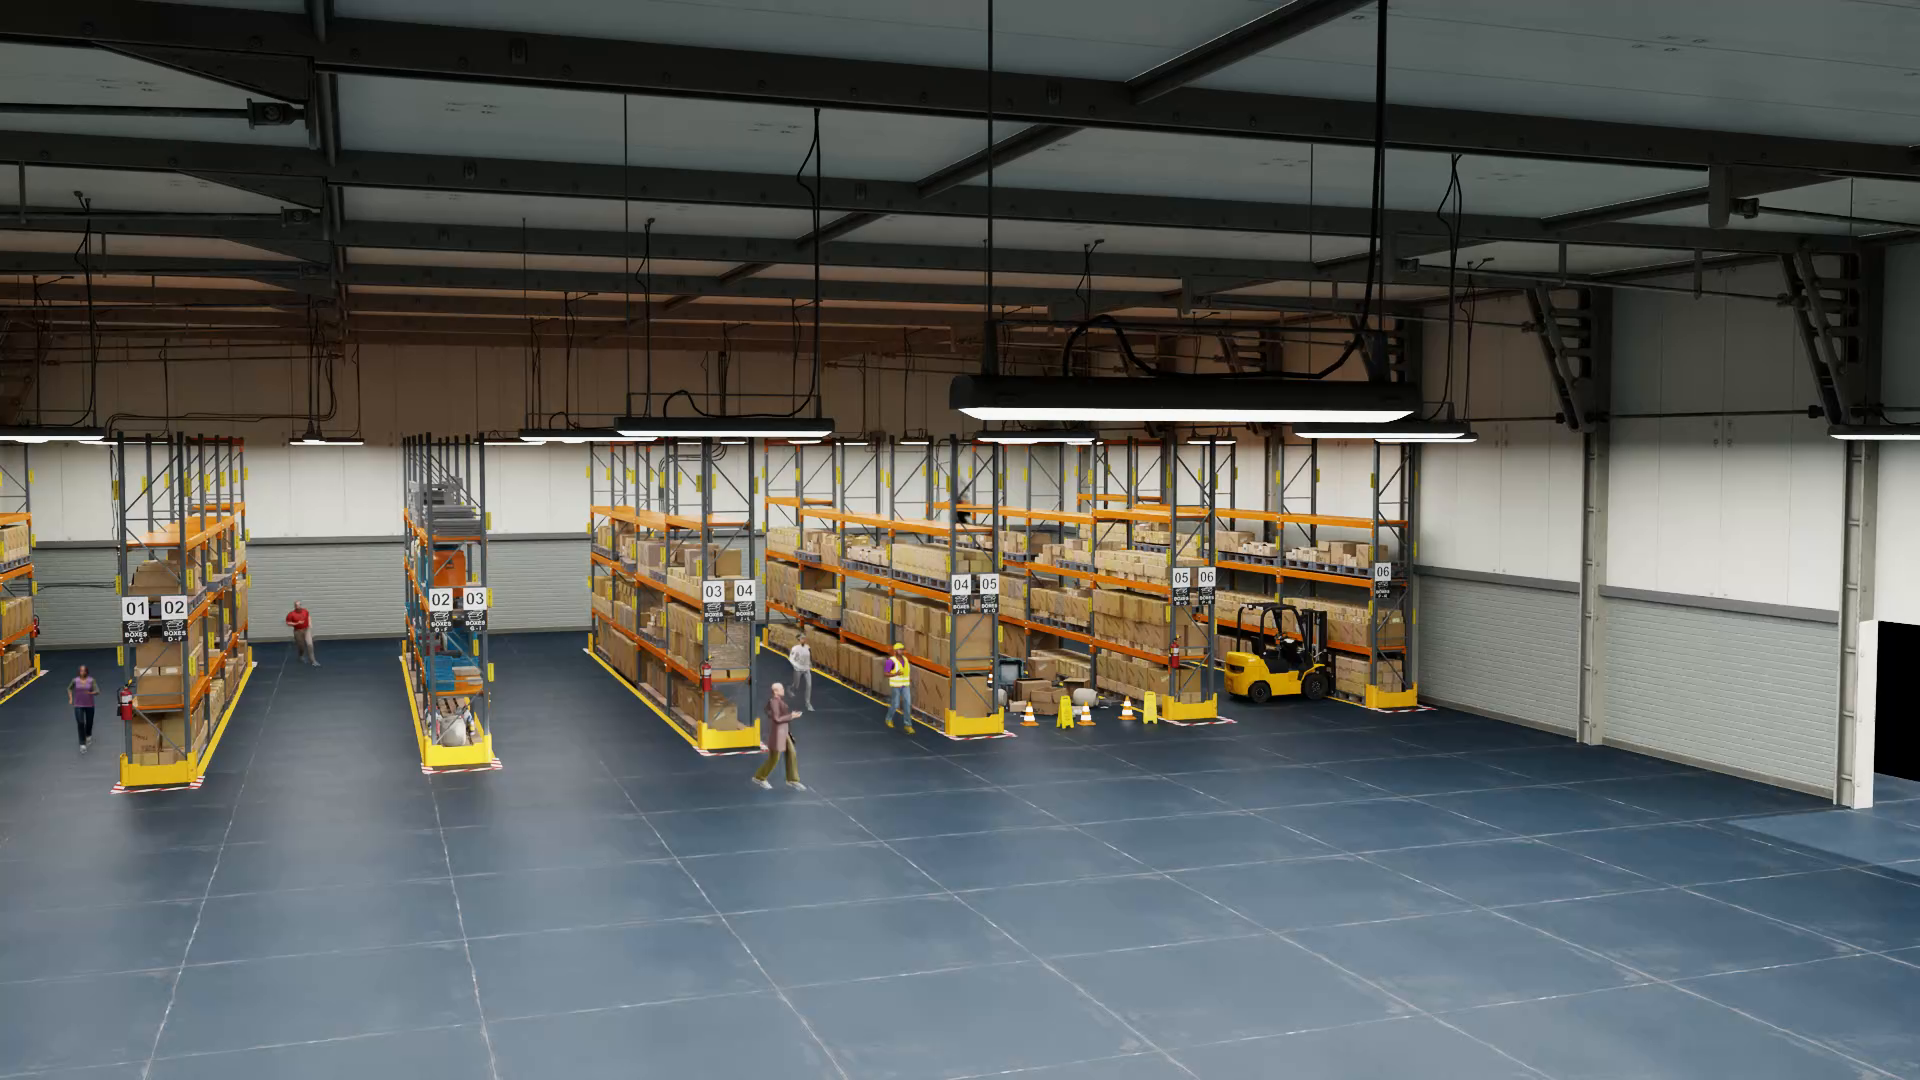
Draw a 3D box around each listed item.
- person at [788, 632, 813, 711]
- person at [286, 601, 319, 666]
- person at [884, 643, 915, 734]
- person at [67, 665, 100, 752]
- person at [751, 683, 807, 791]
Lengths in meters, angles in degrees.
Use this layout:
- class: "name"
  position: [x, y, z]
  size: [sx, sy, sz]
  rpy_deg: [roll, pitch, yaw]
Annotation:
- class: "person"
  position: [-3.508, 2.877, 36.654]
  size: [0.590, 1.691, 1.038]
  rpy_deg: [-2, 4, -28]
- class: "person"
  position: [-17.374, 2.456, 43.760]
  size: [0.705, 1.707, 0.928]
  rpy_deg: [-3, 4, -40]
- class: "person"
  position: [-1.212, 2.957, 33.417]
  size: [0.695, 1.777, 0.894]
  rpy_deg: [-2, 4, -32]
- class: "person"
  position: [-16.559, 3.157, 31.434]
  size: [0.531, 1.594, 0.883]
  rpy_deg: [-2, 4, -31]
- class: "person"
  position: [-3.018, 3.277, 27.651]
  size: [0.910, 1.819, 0.690]
  rpy_deg: [0, 3, 6]
